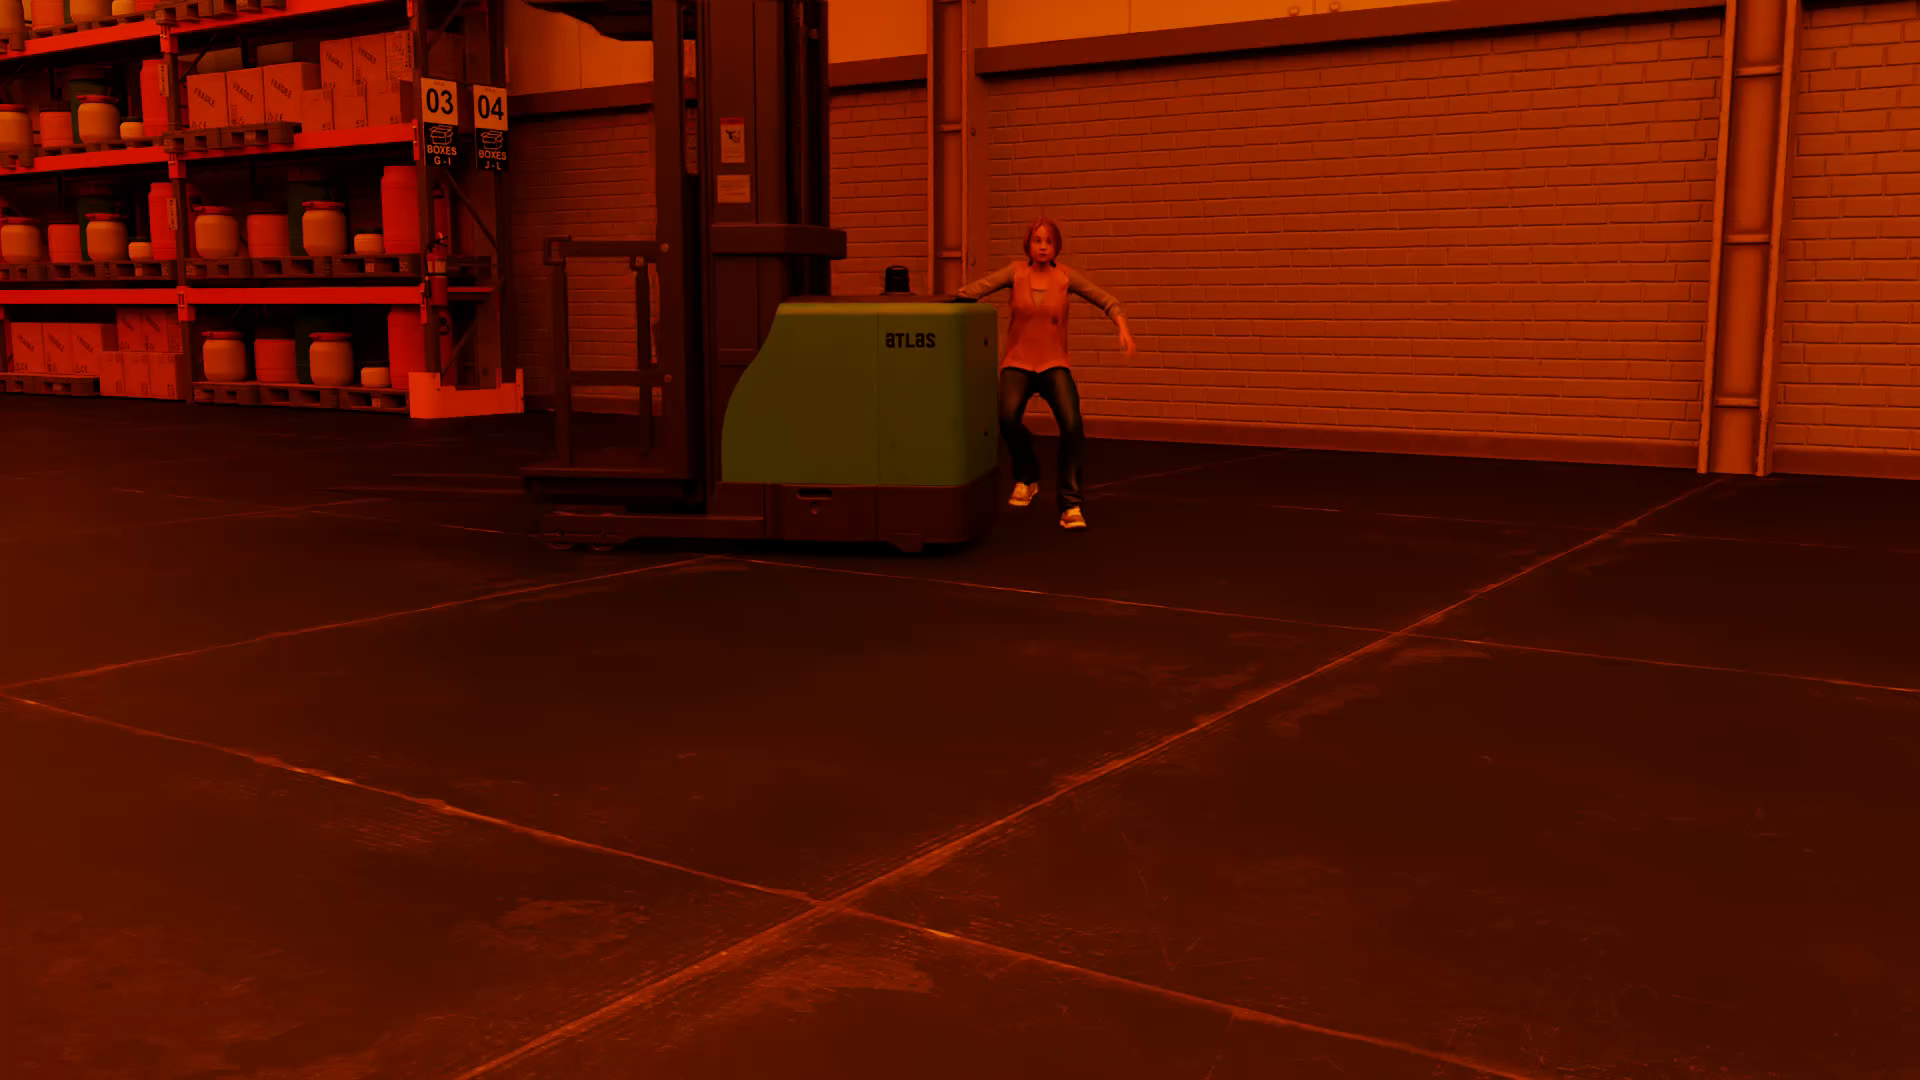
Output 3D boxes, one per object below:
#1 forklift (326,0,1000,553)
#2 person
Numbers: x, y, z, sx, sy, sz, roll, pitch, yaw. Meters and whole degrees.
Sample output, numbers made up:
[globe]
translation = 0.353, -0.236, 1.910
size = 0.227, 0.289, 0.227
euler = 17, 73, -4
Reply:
[forklift]
translation = -1.378, -1.473, 7.553
size = 3.031, 2.935, 1.130
euler = 1, 8, 10
[person]
translation = 0.399, -0.814, 8.021
size = 0.887, 1.476, 0.682
euler = 1, 8, 5
